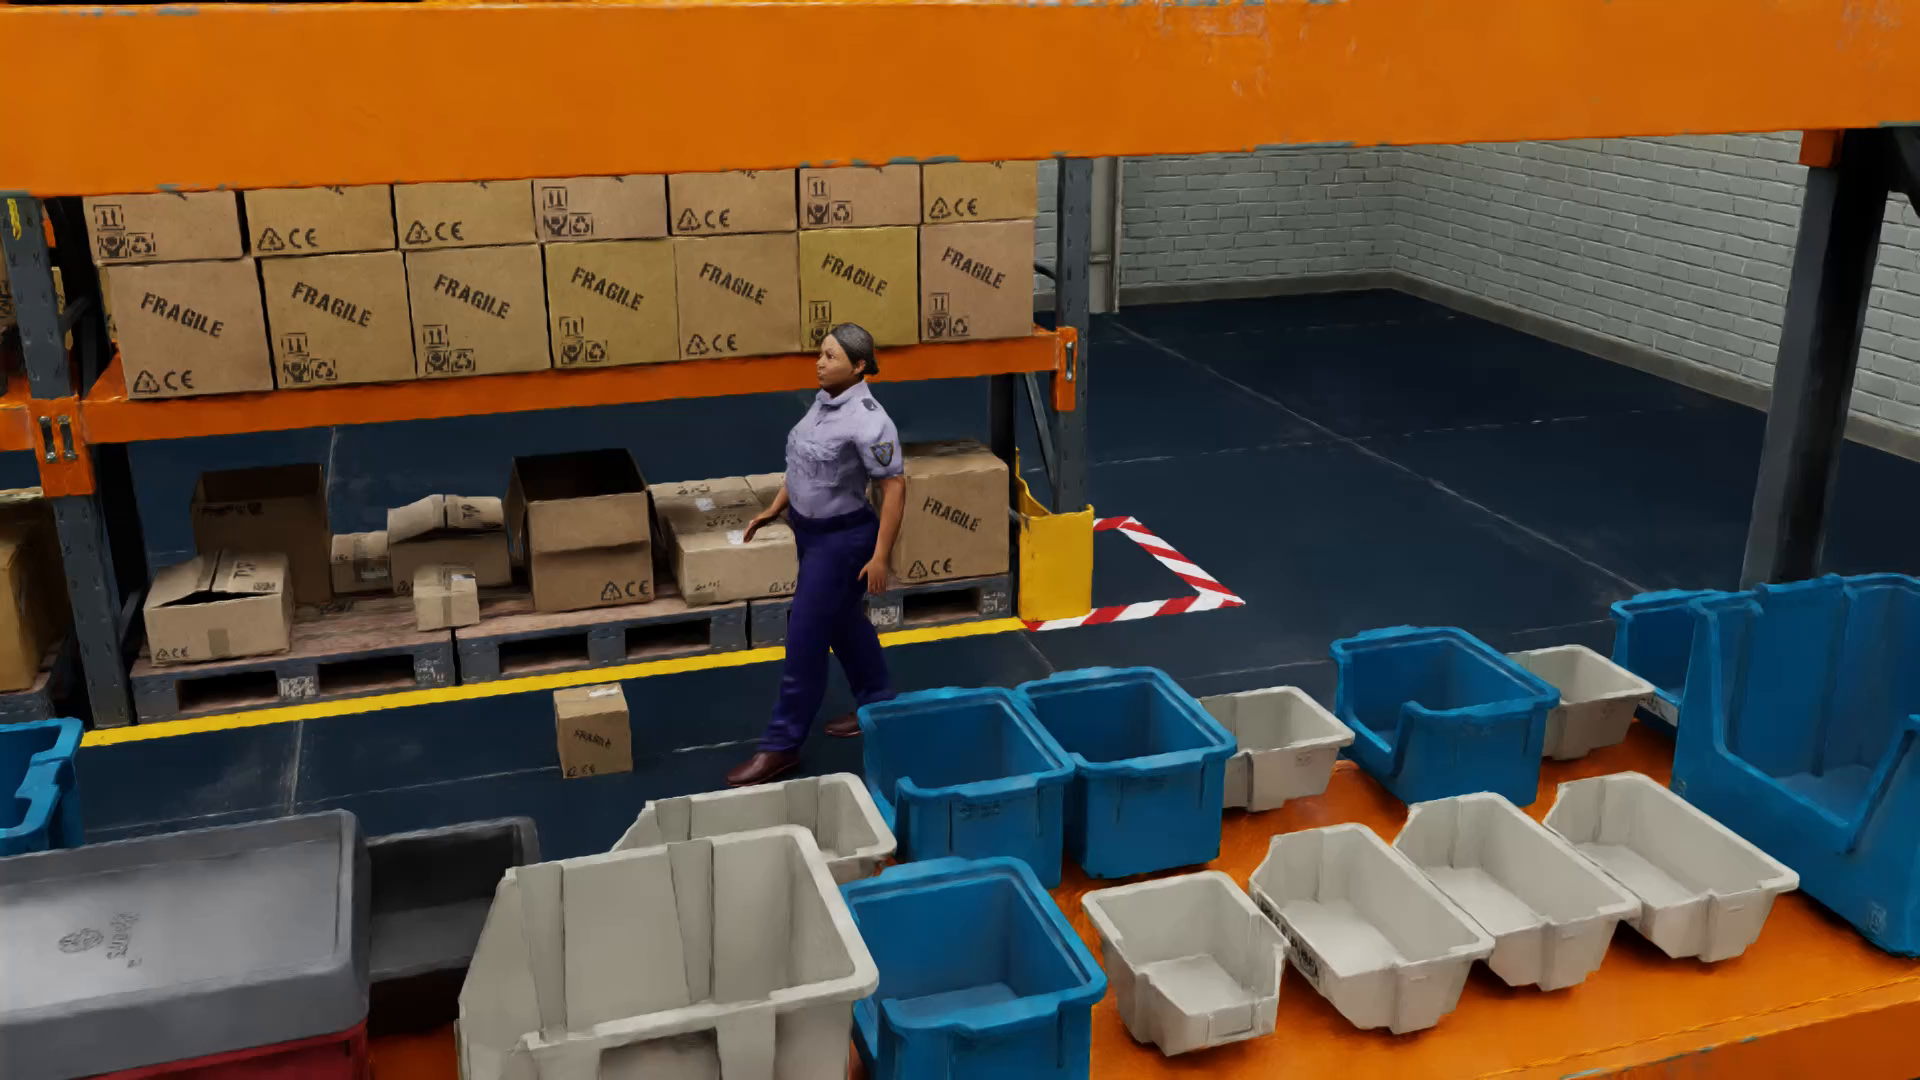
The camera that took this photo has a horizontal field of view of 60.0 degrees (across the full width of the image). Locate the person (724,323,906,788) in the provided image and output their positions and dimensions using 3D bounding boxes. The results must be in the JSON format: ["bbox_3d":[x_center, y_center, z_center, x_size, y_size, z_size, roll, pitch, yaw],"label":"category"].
[{"bbox_3d":[-0.553,0.037,6.021,0.764,1.636,0.549,-8,21,-23],"label":"person"}]
